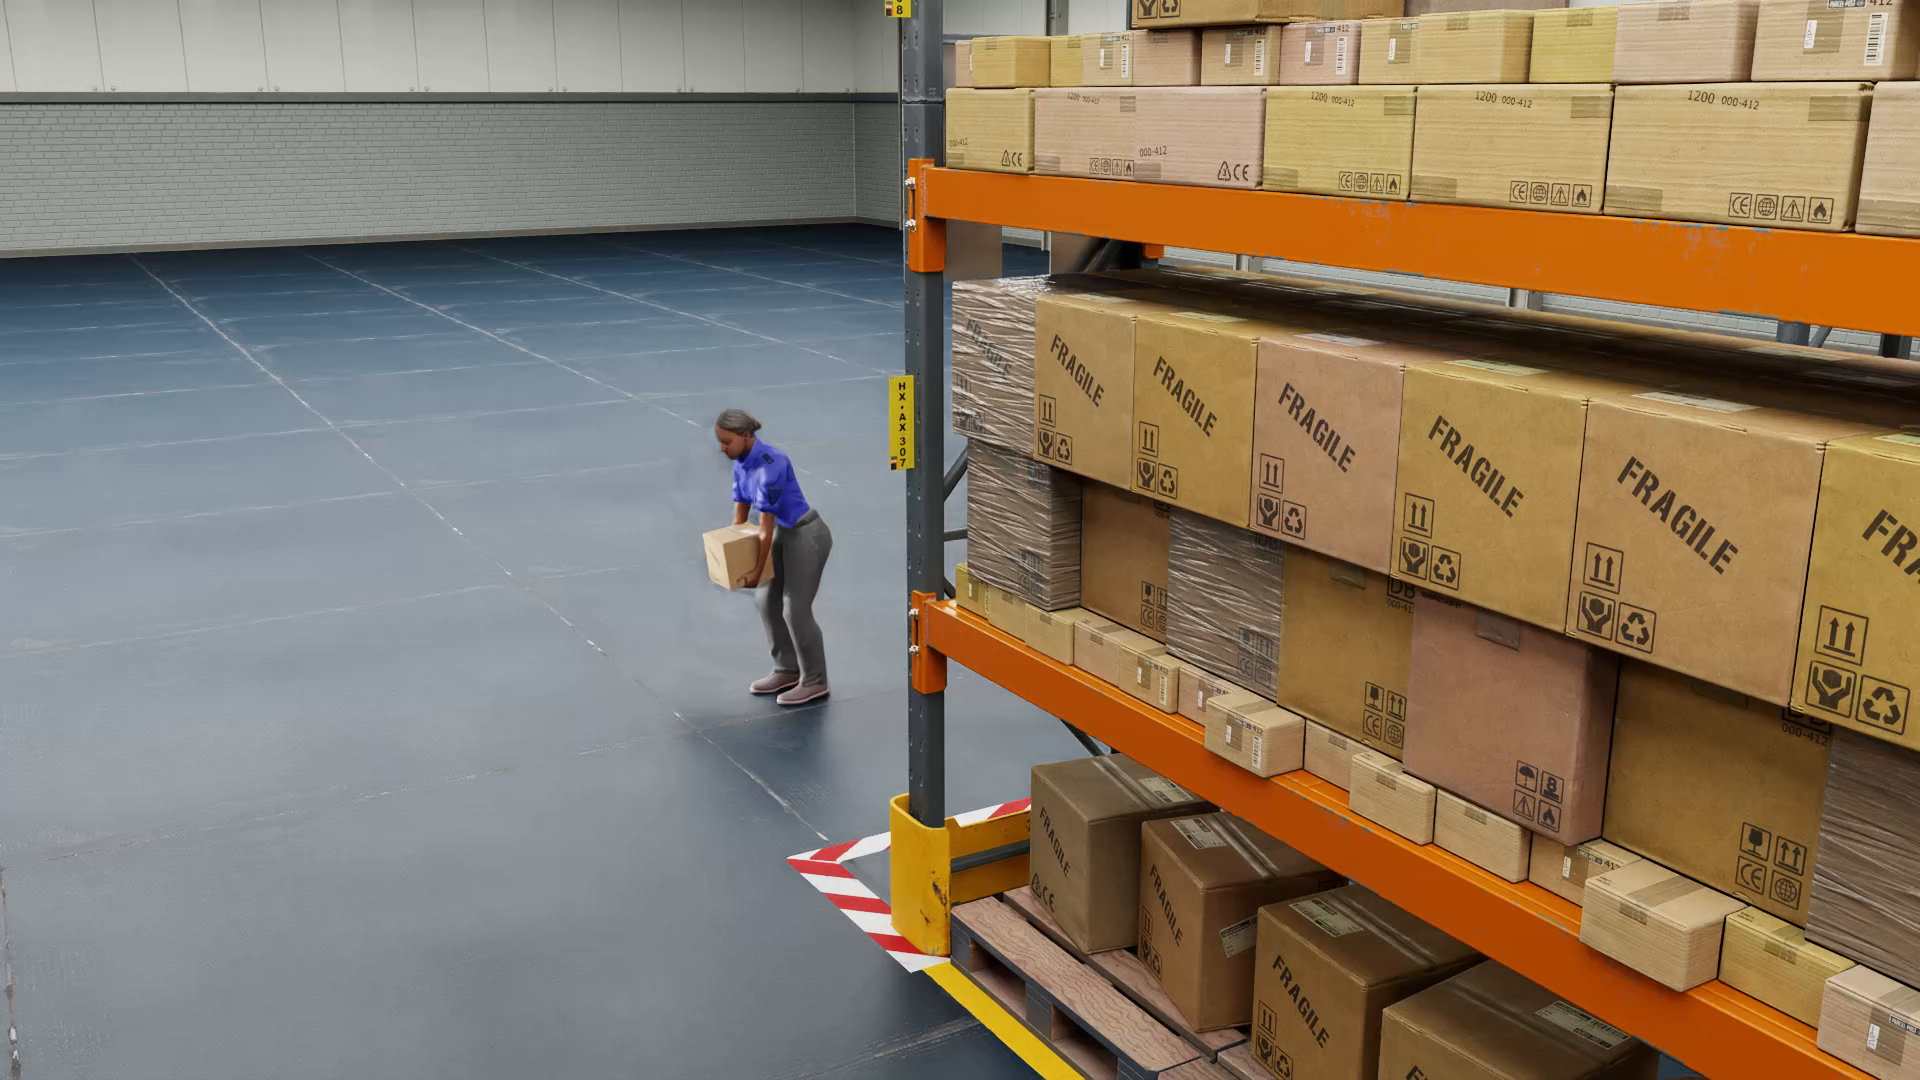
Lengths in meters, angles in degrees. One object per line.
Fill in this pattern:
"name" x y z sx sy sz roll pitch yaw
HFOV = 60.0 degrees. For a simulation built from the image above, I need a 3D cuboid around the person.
"person" -0.951 0.072 8.482 0.595 1.551 0.406 -9 17 -31
